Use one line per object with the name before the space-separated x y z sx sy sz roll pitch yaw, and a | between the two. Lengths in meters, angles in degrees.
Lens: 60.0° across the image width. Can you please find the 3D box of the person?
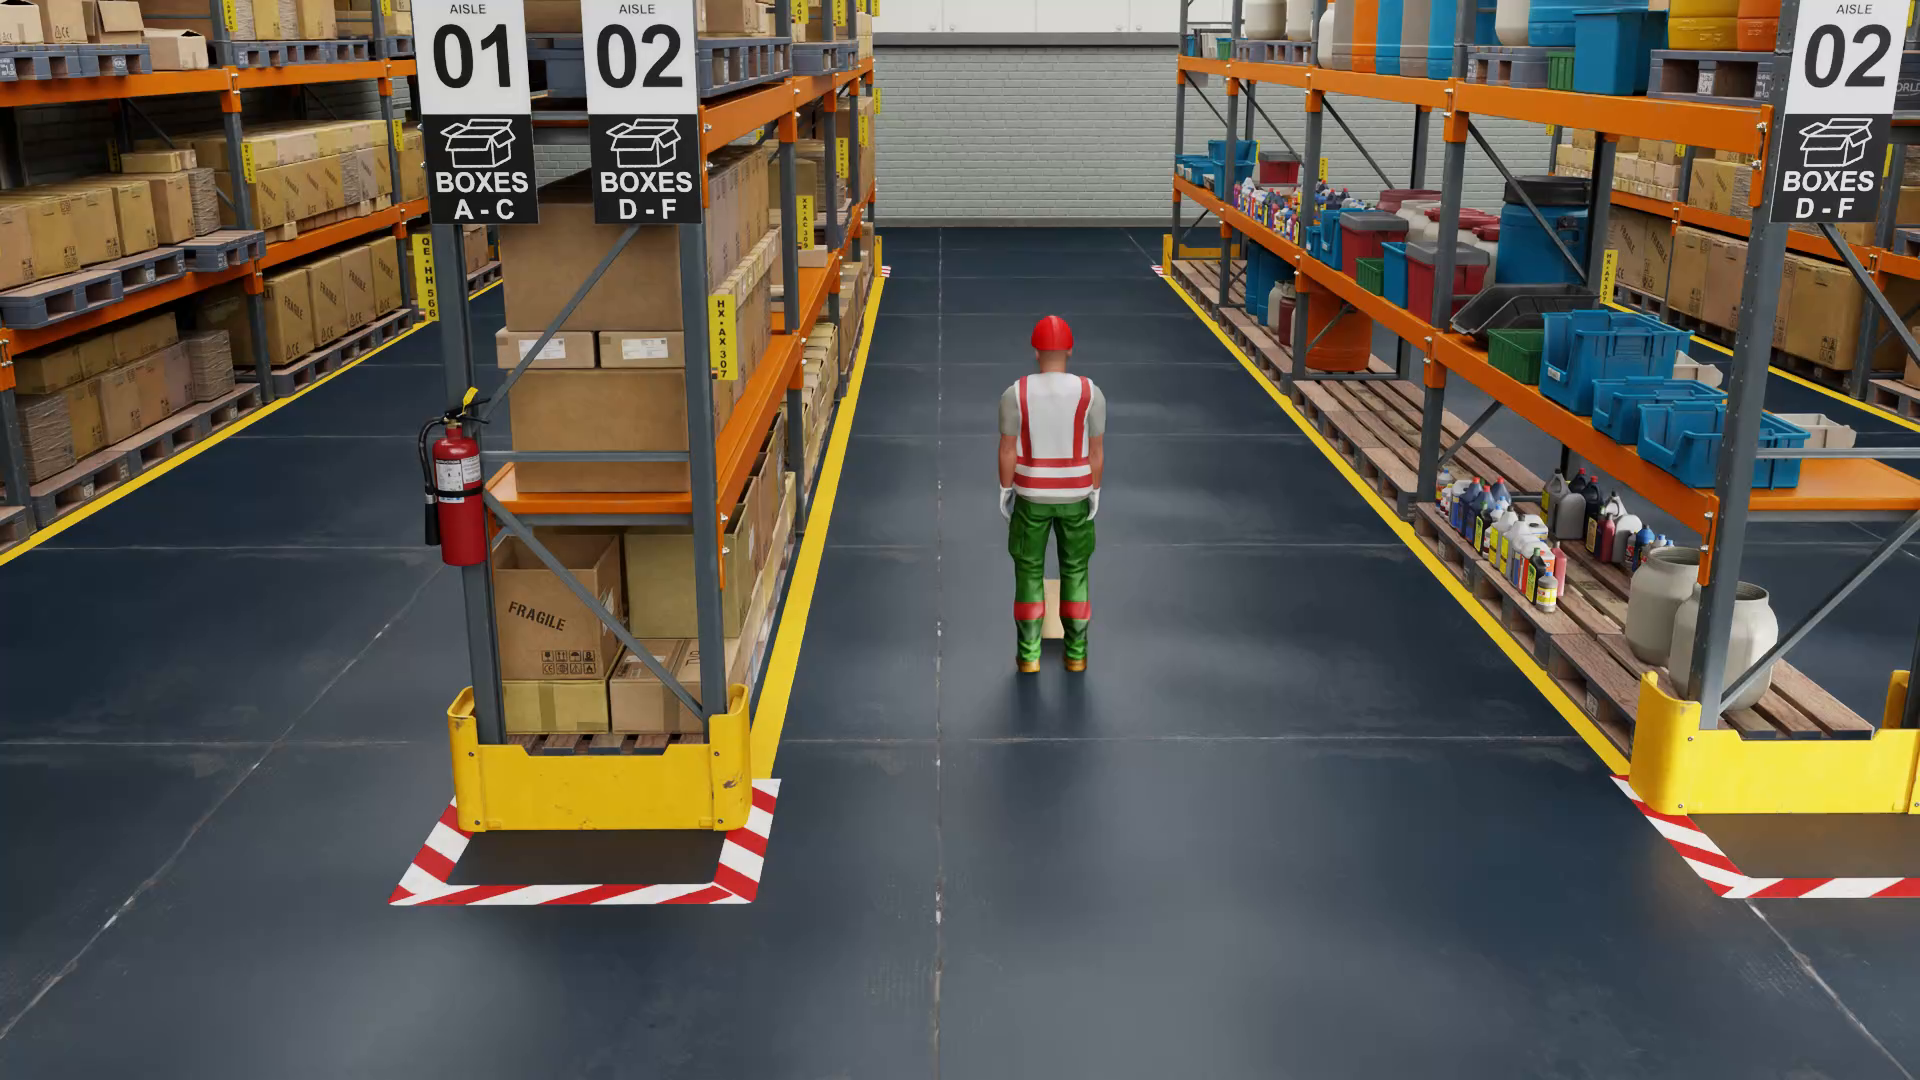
person | 0.449 -0.215 8.243 0.525 1.801 0.343 0 17 0
